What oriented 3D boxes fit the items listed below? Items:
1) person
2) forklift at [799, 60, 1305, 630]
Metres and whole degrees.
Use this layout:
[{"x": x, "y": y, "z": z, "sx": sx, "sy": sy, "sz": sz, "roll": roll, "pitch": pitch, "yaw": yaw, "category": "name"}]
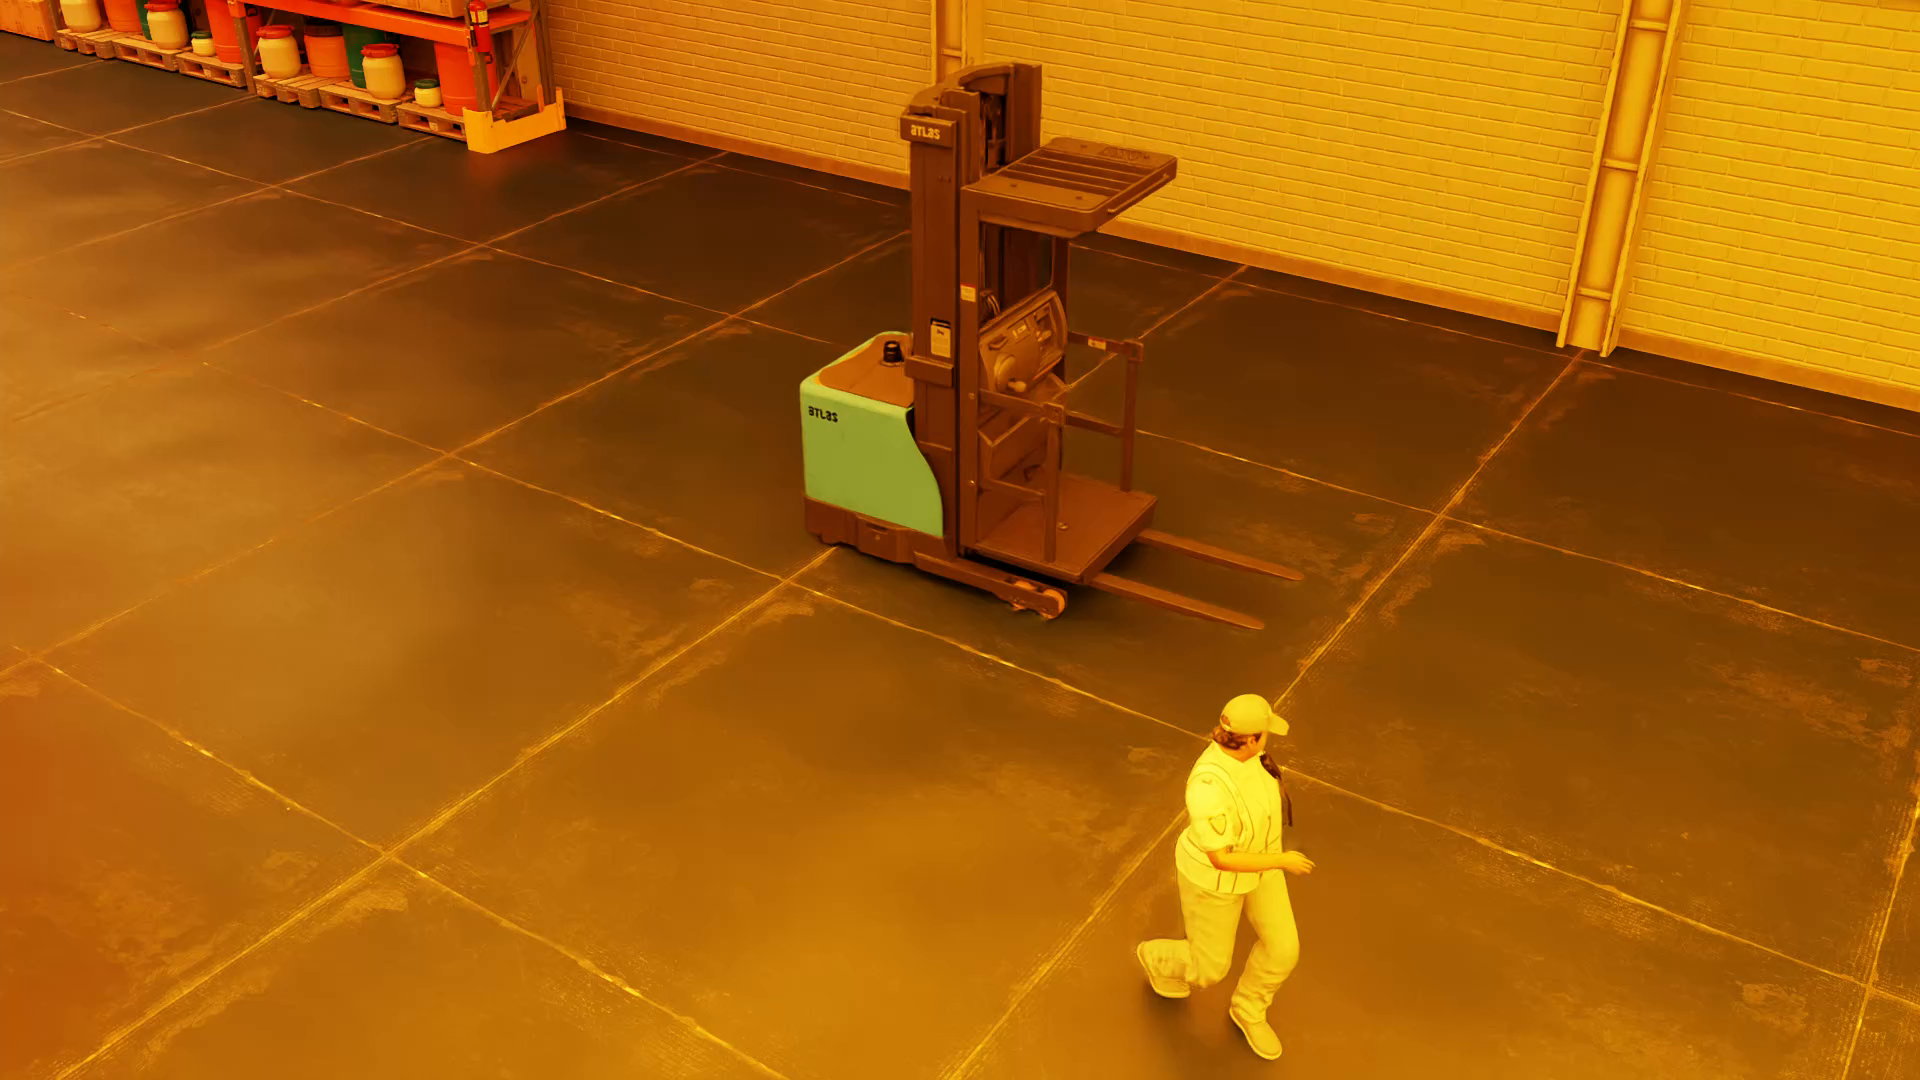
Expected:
[{"x": 1.090, "y": 1.303, "z": 6.695, "sx": 0.553, "sy": 1.589, "sz": 0.734, "roll": -20, "pitch": 36, "yaw": -31, "category": "person"}, {"x": 0.542, "y": -1.114, "z": 9.500, "sx": 3.031, "sy": 2.935, "sz": 1.130, "roll": 17, "pitch": 34, "yaw": 26, "category": "forklift"}]
